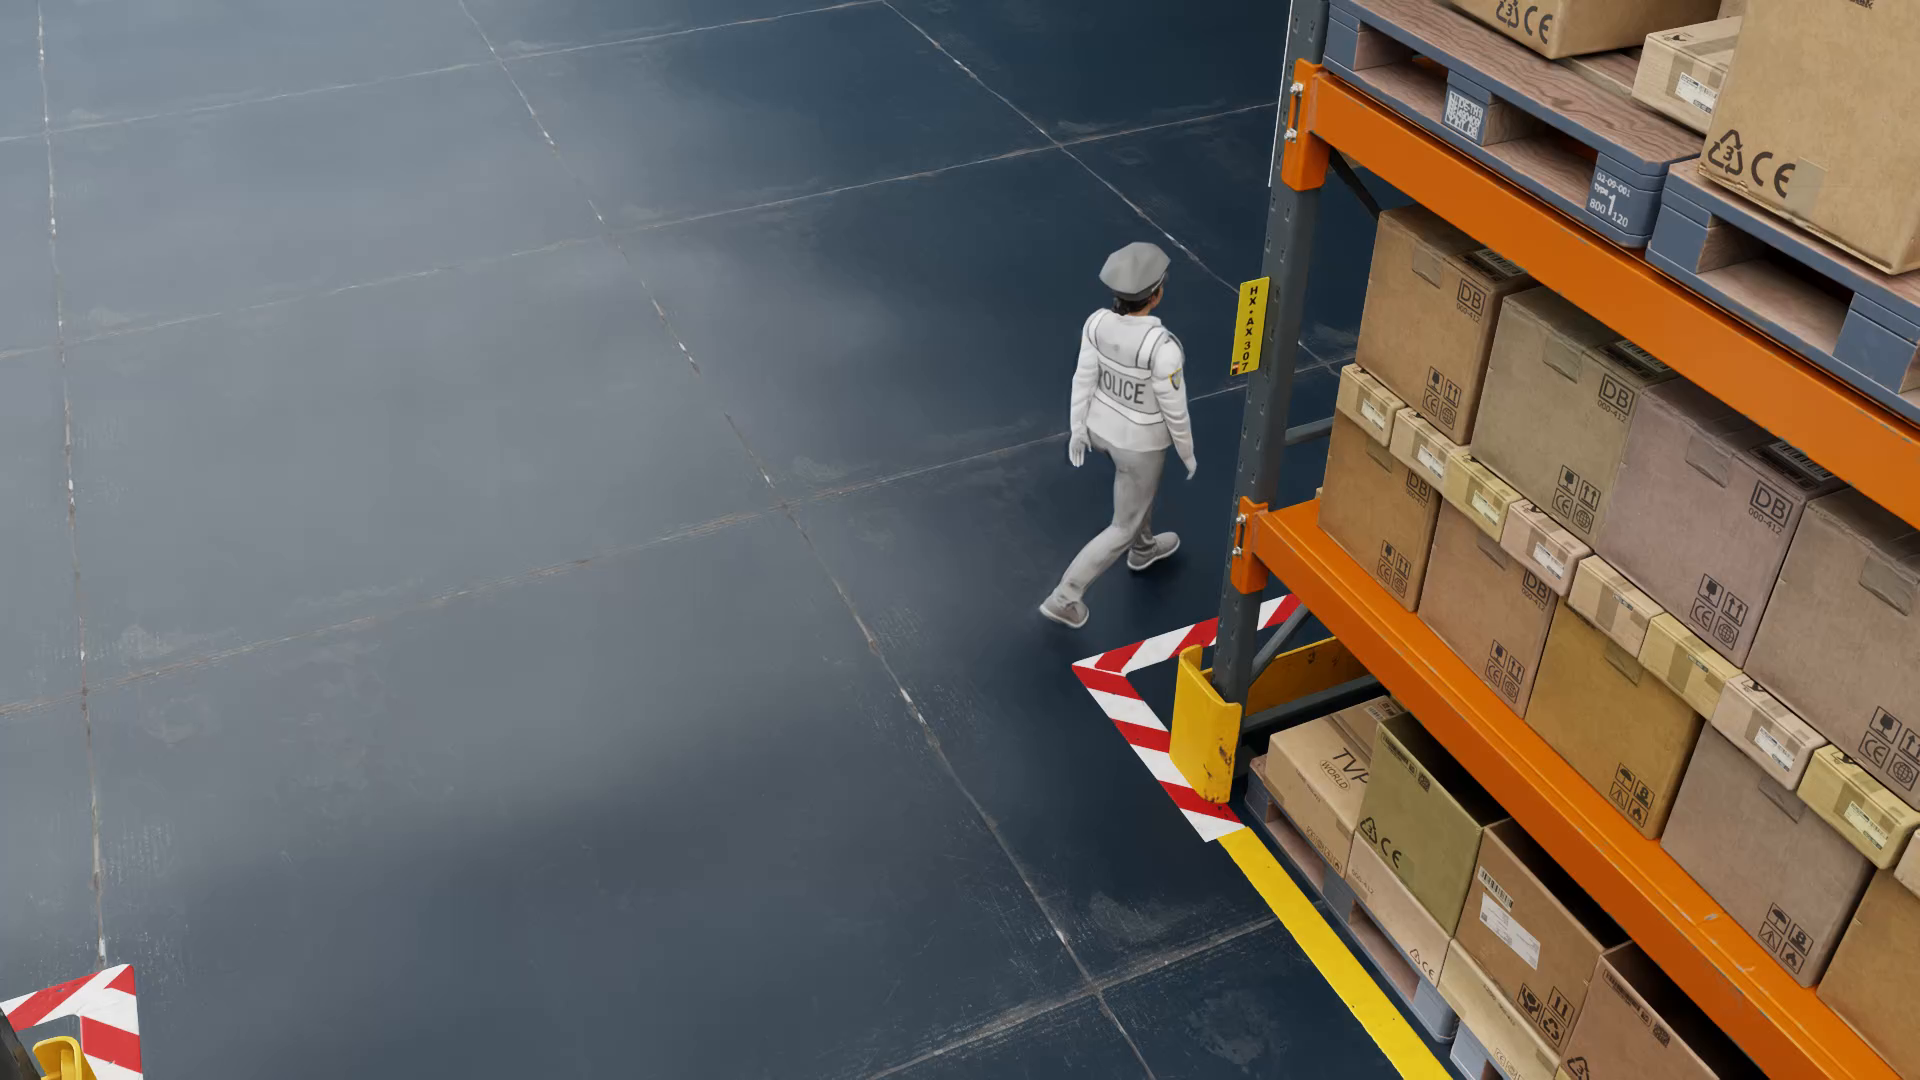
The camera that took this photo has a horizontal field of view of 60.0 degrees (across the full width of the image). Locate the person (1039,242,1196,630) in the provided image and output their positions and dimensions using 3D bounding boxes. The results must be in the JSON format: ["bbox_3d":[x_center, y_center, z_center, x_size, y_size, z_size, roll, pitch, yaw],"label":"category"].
[{"bbox_3d":[0.667,-0.407,6.659,0.944,1.647,0.494,-27,45,-30],"label":"person"}]
